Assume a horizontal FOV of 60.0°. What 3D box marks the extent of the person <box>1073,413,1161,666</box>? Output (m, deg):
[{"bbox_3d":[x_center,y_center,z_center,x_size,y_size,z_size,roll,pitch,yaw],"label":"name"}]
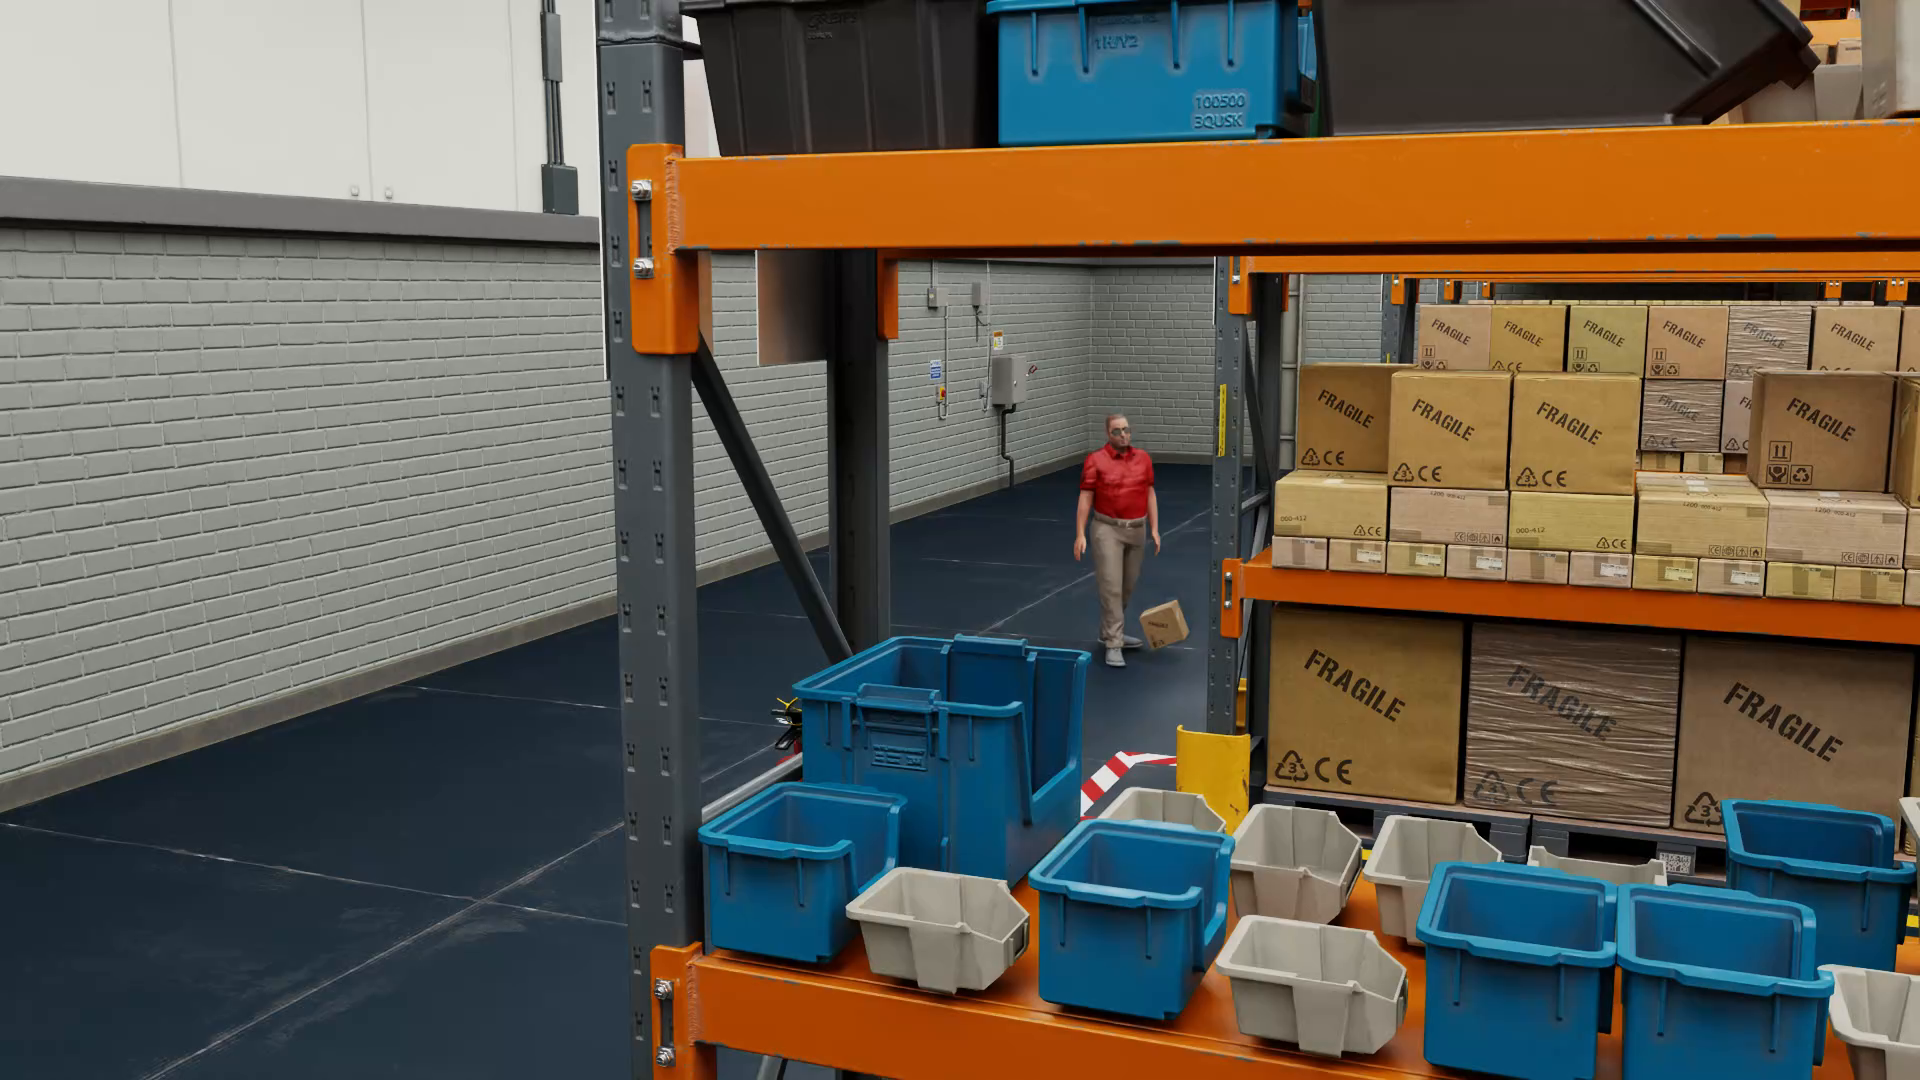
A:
[{"bbox_3d":[1.083,-0.026,11.590,0.635,1.719,0.661,-4,10,-27],"label":"person"}]
